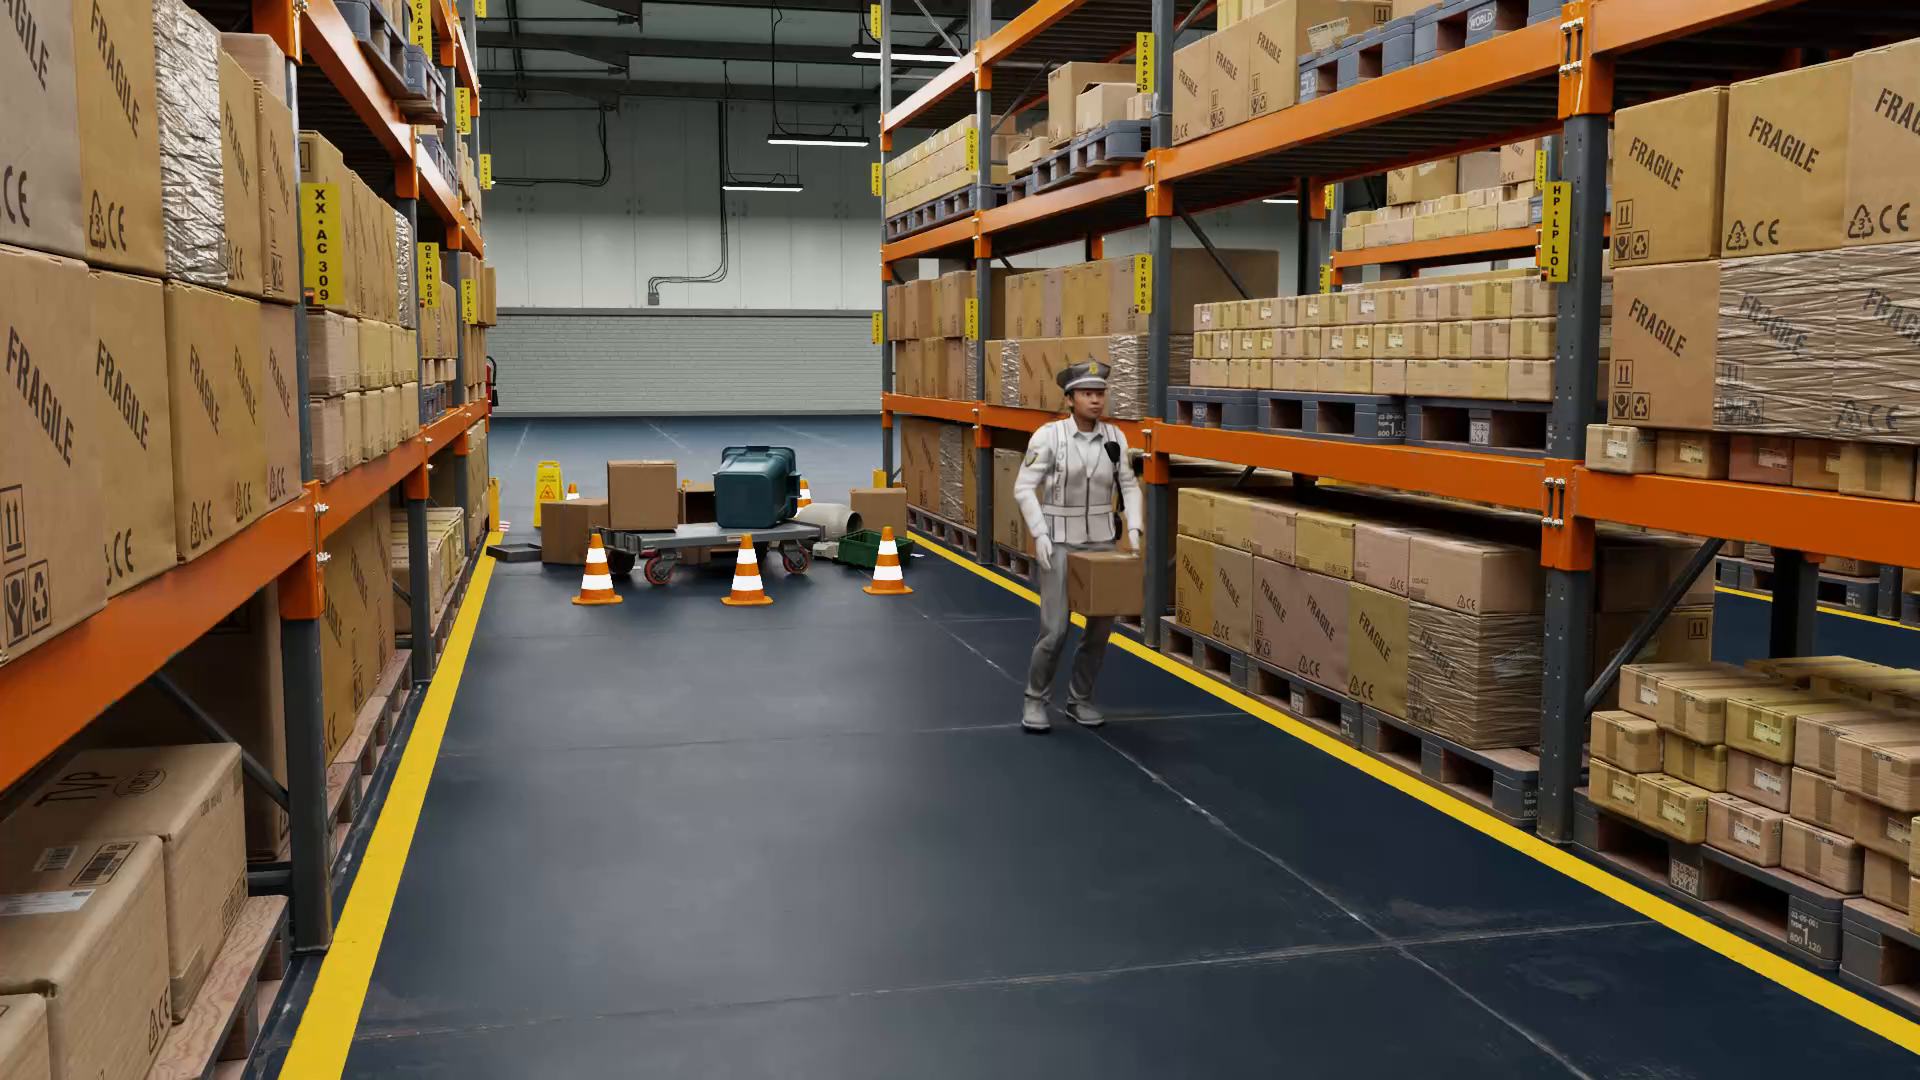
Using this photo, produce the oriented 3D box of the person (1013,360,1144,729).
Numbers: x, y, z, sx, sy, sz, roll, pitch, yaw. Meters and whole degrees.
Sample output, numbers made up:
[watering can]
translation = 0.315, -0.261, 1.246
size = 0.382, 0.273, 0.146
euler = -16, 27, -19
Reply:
[person]
translation = 0.546, 0.025, 7.463
size = 0.596, 1.656, 0.468
euler = -2, 6, -16
